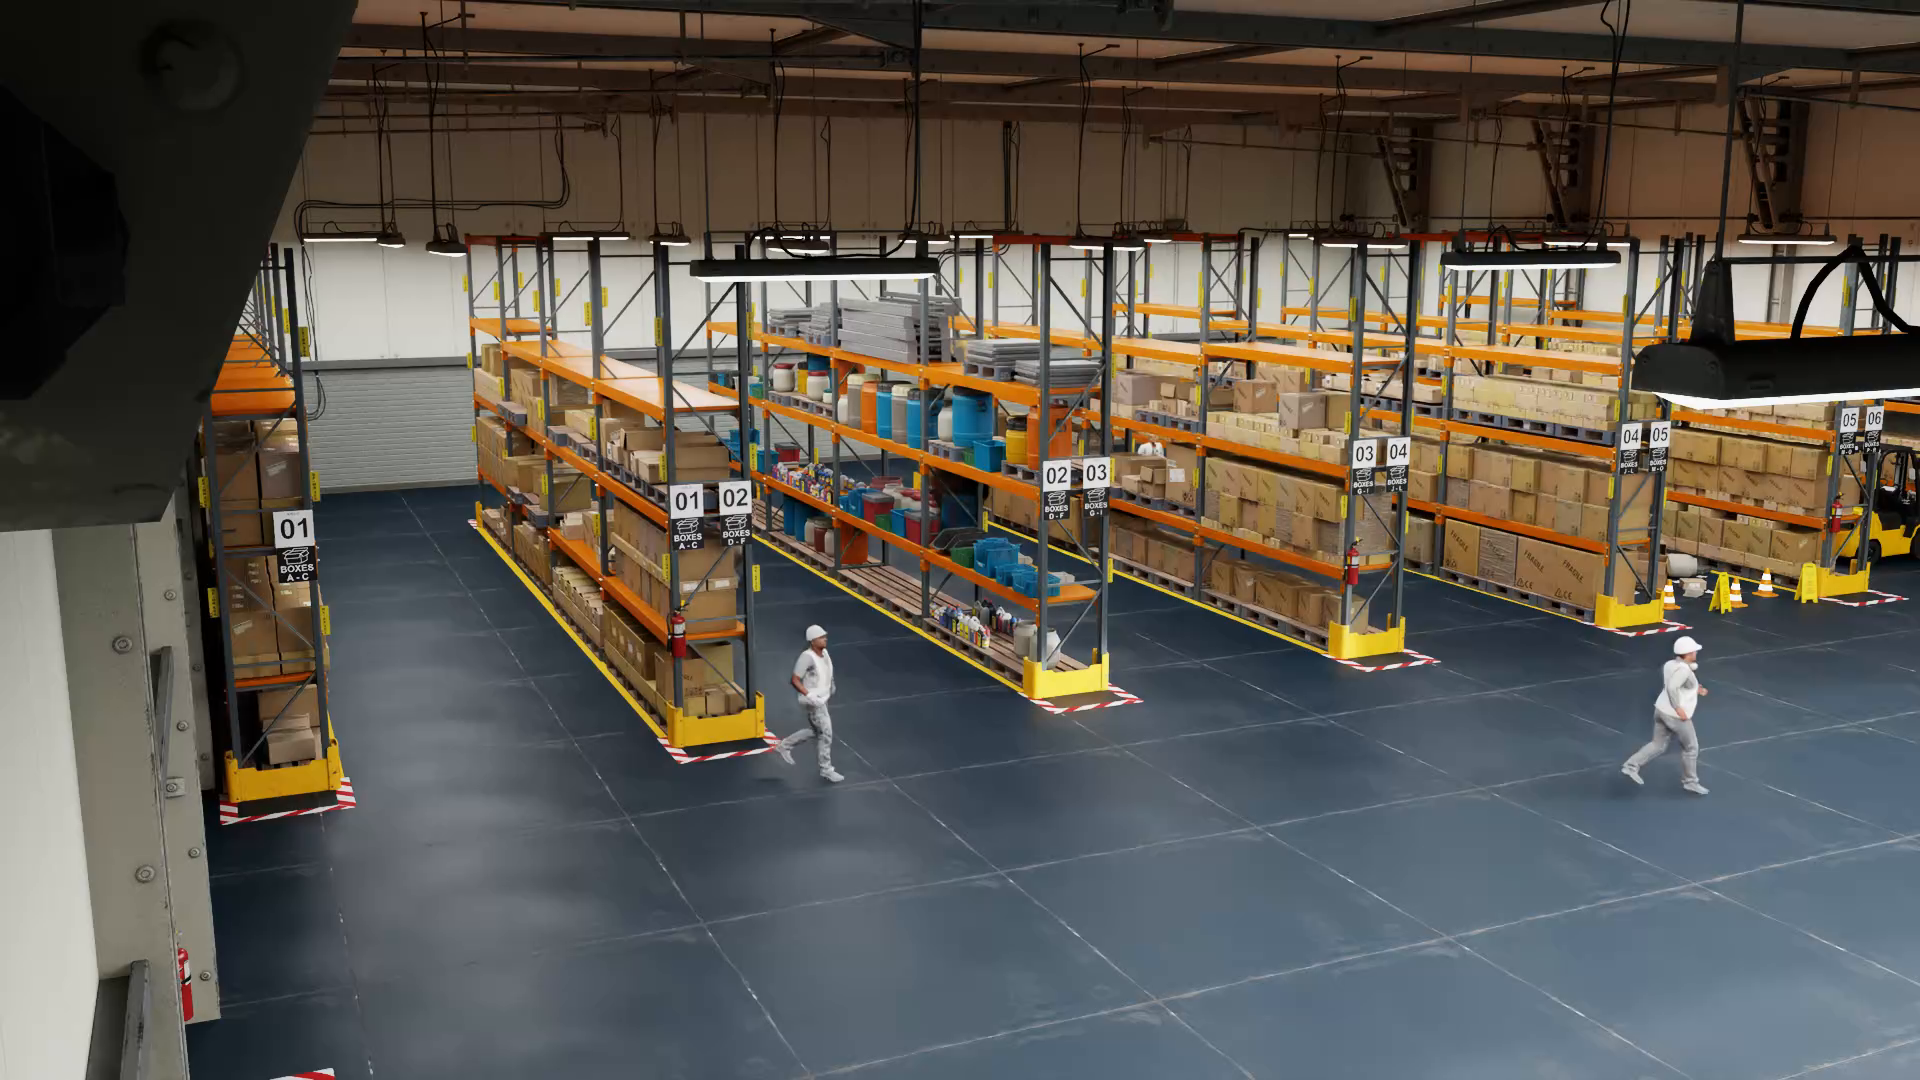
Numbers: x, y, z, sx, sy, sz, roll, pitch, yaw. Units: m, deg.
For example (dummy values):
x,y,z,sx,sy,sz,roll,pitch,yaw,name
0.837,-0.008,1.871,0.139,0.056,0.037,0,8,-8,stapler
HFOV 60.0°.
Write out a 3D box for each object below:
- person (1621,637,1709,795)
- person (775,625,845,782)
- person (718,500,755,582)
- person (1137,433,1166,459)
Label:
x,y,z,sx,sy,sz,roll,pitch,yaw,name
7.882,1.943,18.454,0.953,1.783,0.617,-1,11,-3,person
-1.713,1.836,18.984,0.850,1.793,0.694,3,11,13,person
-3.821,-0.144,28.644,0.627,1.733,0.815,-9,14,-38,person
4.152,-1.481,36.221,0.717,1.768,0.835,-4,12,-22,person
